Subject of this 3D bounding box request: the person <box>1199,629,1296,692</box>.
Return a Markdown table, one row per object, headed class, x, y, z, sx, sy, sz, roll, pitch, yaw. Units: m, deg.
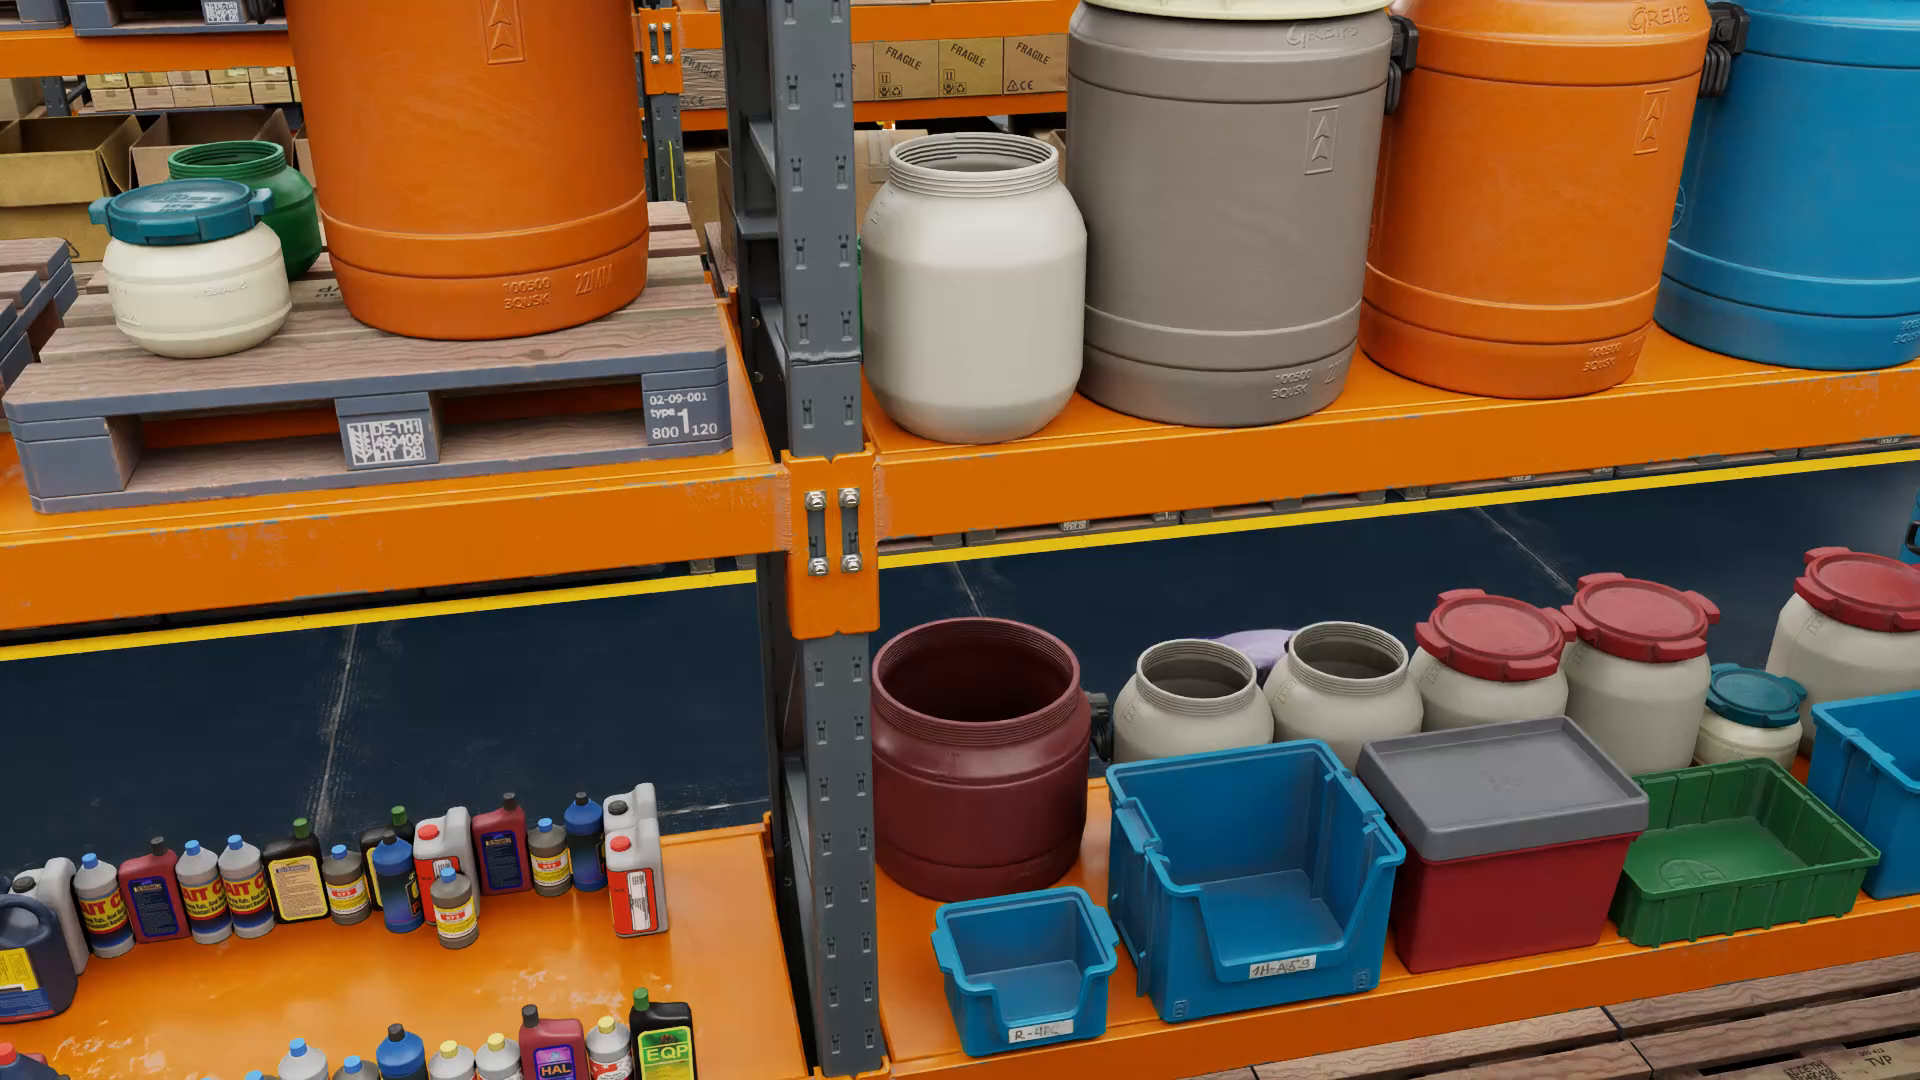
| class | x | y | z | sx | sy | sz | roll | pitch | yaw |
| --- | --- | --- | --- | --- | --- | --- | --- | --- | --- |
| person | 1.178 | 0.677 | 6.652 | 0.524 | 0.885 | 0.826 | -6 | 28 | -12 |
